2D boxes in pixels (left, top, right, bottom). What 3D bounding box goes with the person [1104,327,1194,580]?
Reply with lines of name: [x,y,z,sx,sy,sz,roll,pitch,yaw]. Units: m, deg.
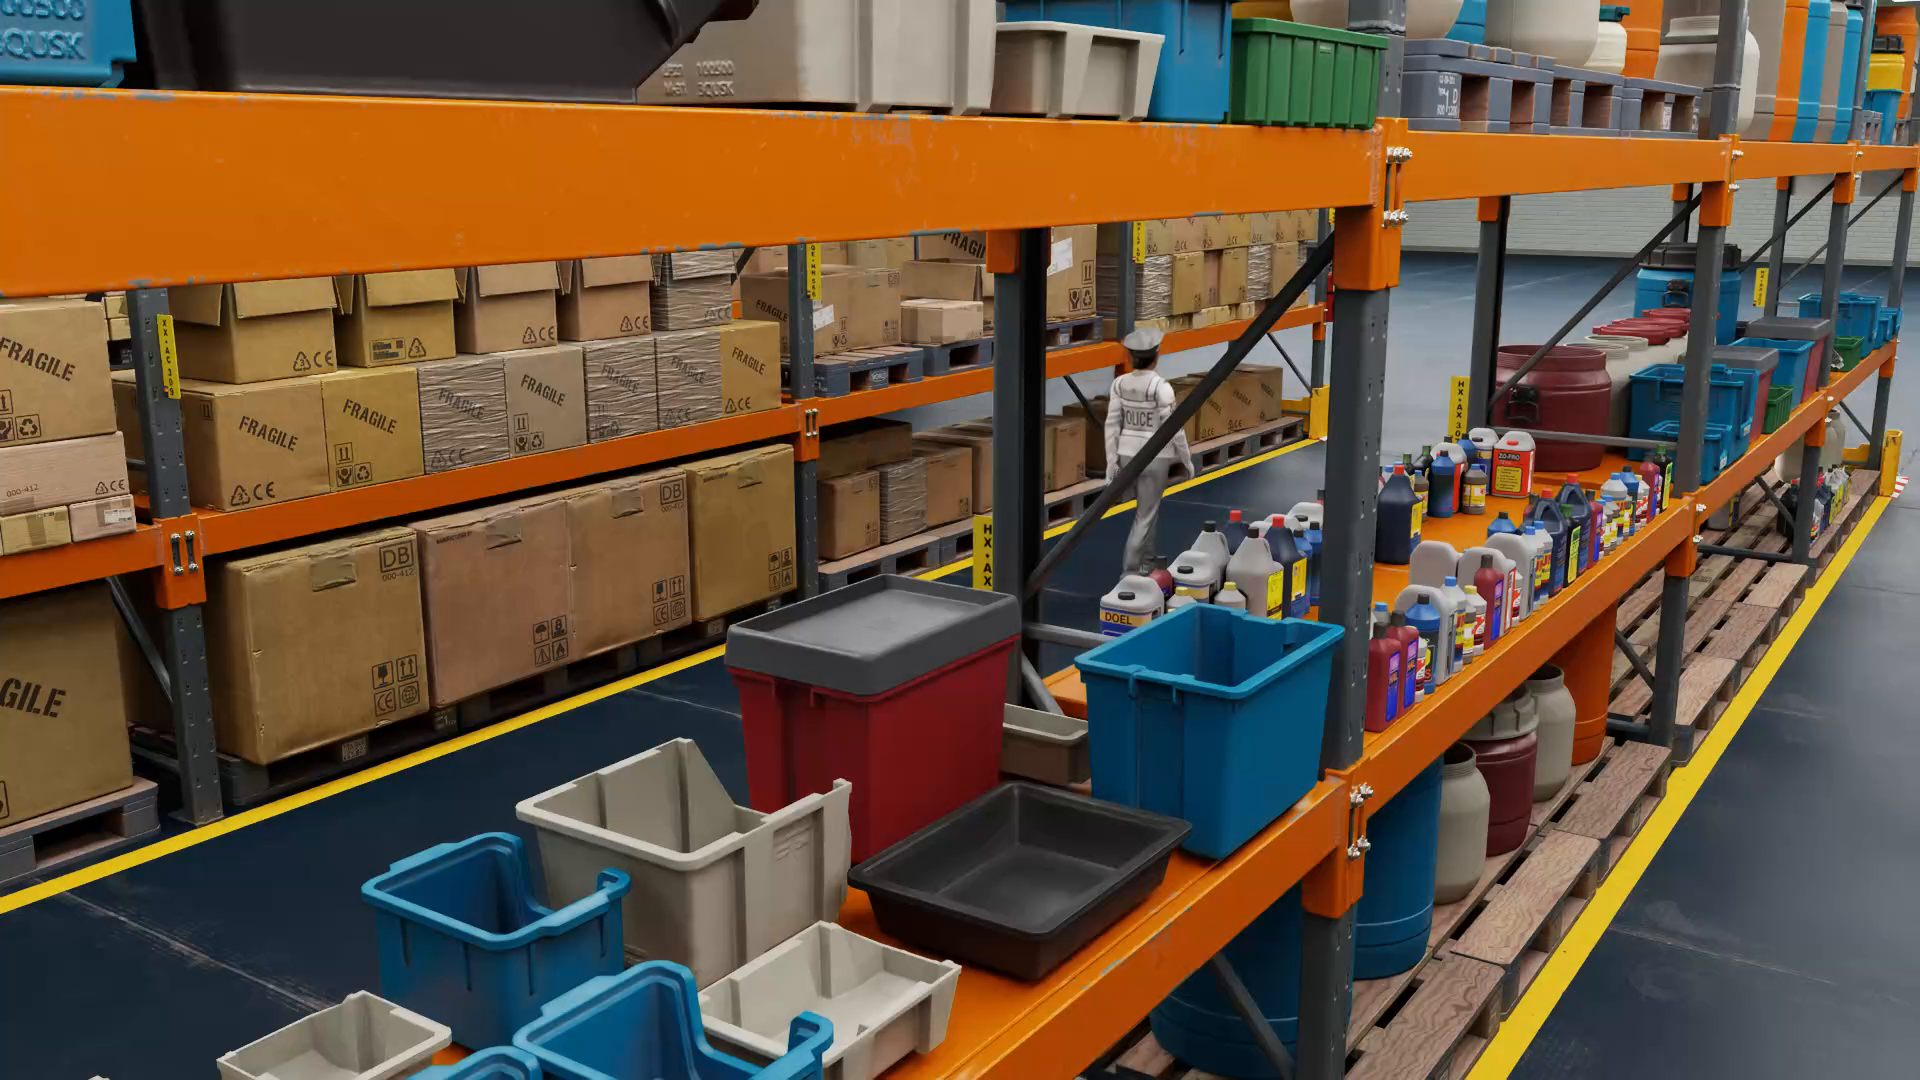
person: [1.216,-0.477,10.519,0.615,1.740,0.486,-12,18,-42]
